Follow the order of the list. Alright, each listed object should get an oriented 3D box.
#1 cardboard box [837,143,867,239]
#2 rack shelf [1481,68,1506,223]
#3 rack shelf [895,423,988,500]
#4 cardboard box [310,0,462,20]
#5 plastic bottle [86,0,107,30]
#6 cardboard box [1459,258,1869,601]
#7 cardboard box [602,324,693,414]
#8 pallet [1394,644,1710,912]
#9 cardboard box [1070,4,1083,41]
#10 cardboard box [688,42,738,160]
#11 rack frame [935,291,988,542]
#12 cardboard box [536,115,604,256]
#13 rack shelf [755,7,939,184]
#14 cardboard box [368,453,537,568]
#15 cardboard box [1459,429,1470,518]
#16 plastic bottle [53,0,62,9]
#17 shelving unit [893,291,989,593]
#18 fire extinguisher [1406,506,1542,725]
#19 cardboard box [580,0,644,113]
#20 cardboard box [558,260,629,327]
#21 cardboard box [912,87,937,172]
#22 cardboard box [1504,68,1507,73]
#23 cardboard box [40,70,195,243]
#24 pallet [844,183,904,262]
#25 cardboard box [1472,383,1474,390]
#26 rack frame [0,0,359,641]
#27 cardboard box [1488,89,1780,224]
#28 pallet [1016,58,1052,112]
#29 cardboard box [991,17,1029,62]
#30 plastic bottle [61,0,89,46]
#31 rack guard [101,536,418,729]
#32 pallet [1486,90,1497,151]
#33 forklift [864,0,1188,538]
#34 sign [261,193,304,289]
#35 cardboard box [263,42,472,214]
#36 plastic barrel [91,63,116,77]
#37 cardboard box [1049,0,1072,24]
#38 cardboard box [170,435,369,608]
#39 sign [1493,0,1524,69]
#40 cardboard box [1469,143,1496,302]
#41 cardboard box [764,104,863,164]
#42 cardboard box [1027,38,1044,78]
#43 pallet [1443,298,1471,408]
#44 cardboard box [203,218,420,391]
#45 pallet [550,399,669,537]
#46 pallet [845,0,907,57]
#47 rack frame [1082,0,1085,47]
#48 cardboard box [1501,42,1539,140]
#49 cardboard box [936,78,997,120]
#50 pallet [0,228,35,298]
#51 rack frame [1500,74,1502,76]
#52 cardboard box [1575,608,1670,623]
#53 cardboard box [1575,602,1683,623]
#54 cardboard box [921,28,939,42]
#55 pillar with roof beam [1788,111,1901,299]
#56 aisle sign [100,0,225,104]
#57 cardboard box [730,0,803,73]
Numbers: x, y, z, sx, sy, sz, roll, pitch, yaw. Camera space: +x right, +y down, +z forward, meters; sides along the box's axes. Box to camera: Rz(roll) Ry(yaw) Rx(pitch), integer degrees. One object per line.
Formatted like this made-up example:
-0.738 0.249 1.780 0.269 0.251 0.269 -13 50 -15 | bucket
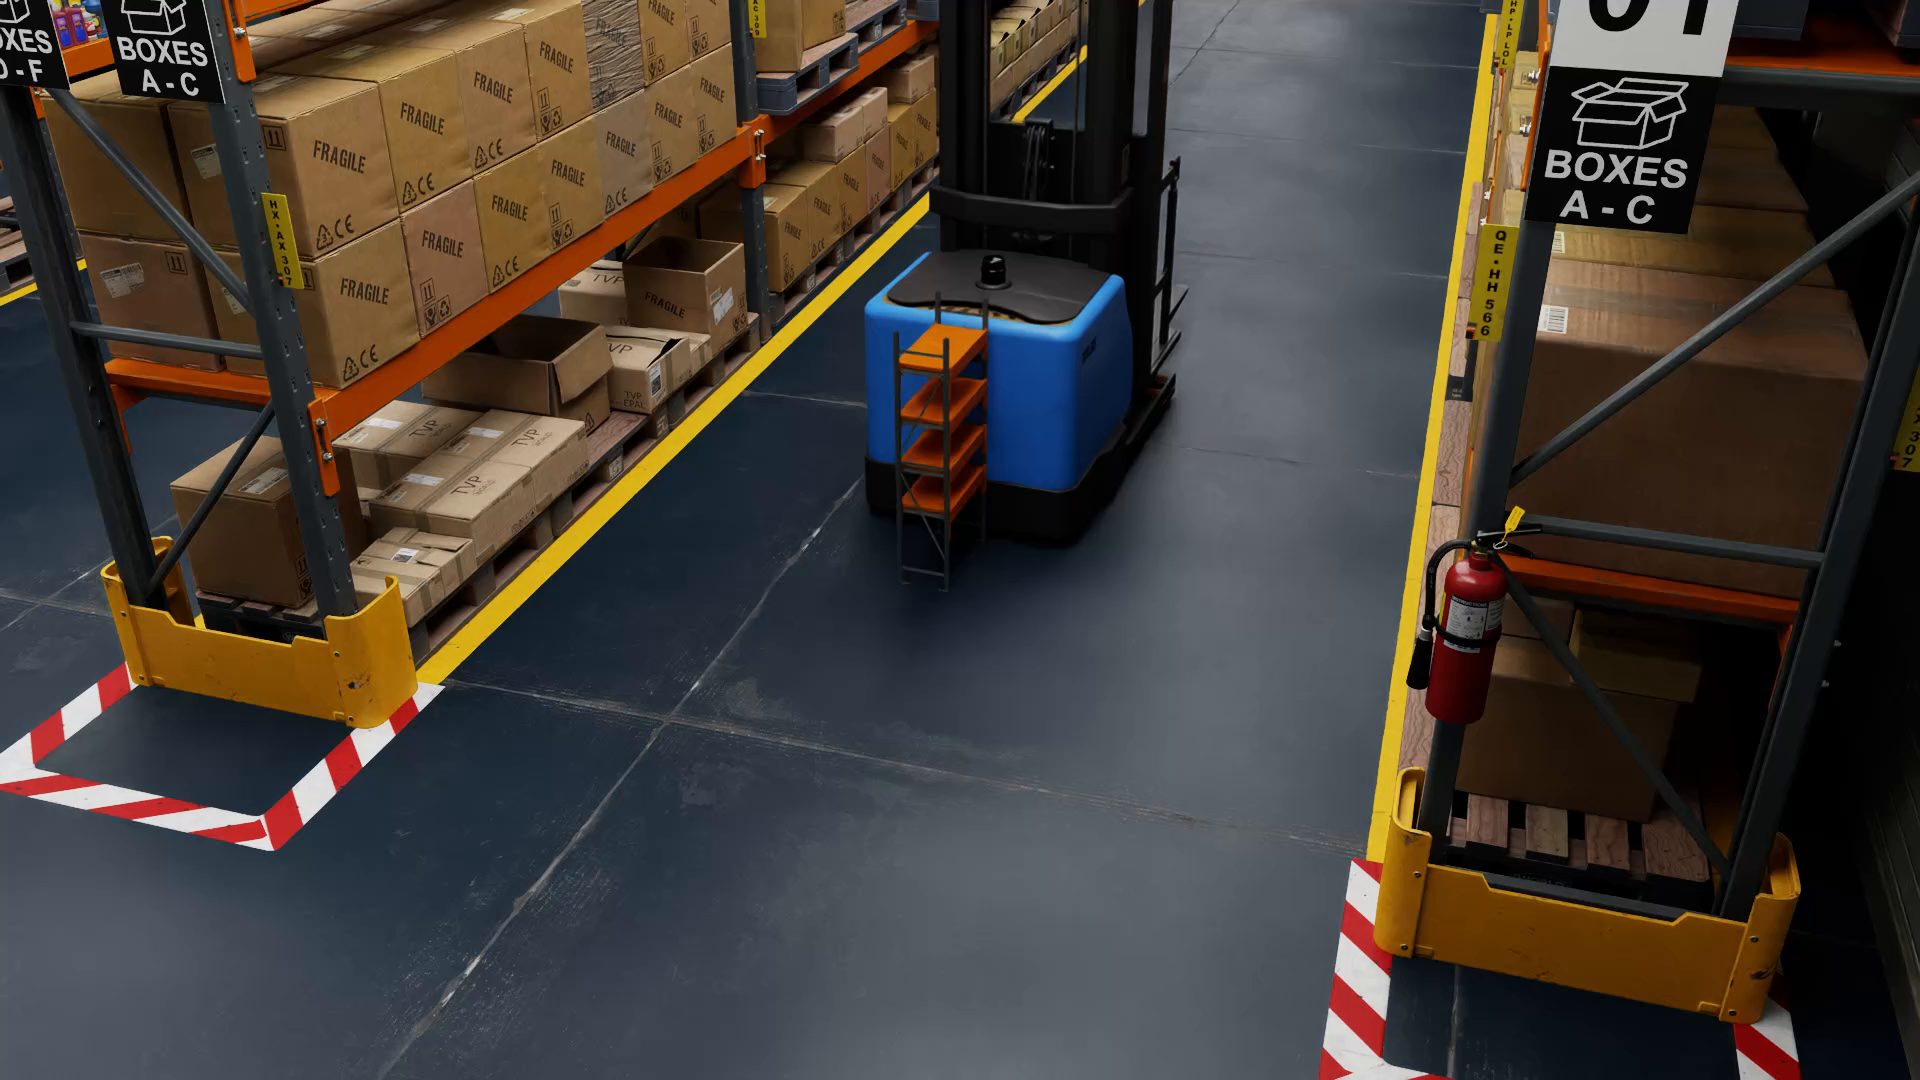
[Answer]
-0.941 -2.329 10.969 0.500 0.500 0.500 9 30 15 | cardboard box
3.708 -2.468 9.841 1.077 0.370 4.000 8 30 15 | rack shelf
-0.077 -0.366 7.312 0.258 0.148 0.480 10 31 17 | rack shelf
-2.476 -2.141 7.382 0.500 0.500 0.500 9 30 16 | cardboard box
-5.743 -3.543 11.161 0.152 0.276 0.135 8 30 15 | plastic bottle
2.087 -0.363 5.009 0.980 0.700 0.700 10 31 17 | cardboard box
-1.732 -0.921 8.634 0.500 0.311 0.500 8 30 15 | cardboard box
2.106 0.842 6.019 1.003 0.211 1.213 8 30 15 | pallet
0.887 -5.024 16.091 0.500 0.250 0.500 8 30 14 | cardboard box
-1.518 -2.333 8.755 0.500 0.500 0.500 9 30 16 | cardboard box
0.007 -0.536 7.479 0.240 1.200 0.015 10 31 17 | rack frame
-1.963 -1.617 7.468 0.500 0.500 0.500 9 30 16 | cardboard box
-1.029 -3.173 11.108 1.077 0.370 4.000 8 30 15 | rack shelf
-2.213 -0.134 7.282 0.500 0.250 0.500 8 30 15 | cardboard box
2.652 -0.378 7.483 0.700 0.500 0.500 8 30 14 | cardboard box
-6.255 -3.698 11.363 0.144 0.351 0.185 8 30 15 | plastic bottle
-0.077 -0.425 7.279 0.258 1.200 0.503 10 31 17 | shelving unit
1.461 0.207 4.755 0.296 0.674 0.183 8 30 15 | fire extinguisher
-1.813 -2.294 7.657 0.500 0.500 0.500 9 30 15 | cardboard box
-1.946 -1.411 9.514 0.500 0.311 0.500 8 30 15 | cardboard box
-0.492 -3.049 12.263 0.500 0.500 0.500 10 31 17 | cardboard box
3.453 -2.989 9.609 0.500 0.500 0.500 9 30 16 | cardboard box
-2.922 -1.426 6.096 0.500 0.500 0.500 8 30 14 | cardboard box
-1.057 -2.292 11.652 1.003 0.211 1.213 8 30 15 | pallet
2.528 -0.761 7.505 0.380 0.149 0.250 10 30 17 | cardboard box
-2.790 -0.699 5.921 1.000 3.000 0.127 8 30 15 | rack frame
2.726 -1.396 6.865 0.980 0.700 0.700 8 30 14 | cardboard box
0.197 -4.140 14.976 1.003 0.211 1.213 8 30 15 | pallet
0.290 -4.327 14.263 0.500 0.311 0.500 8 30 14 | cardboard box
-5.796 -3.387 10.873 0.061 0.283 0.133 8 30 15 | plastic bottle
-2.768 0.358 6.592 1.175 0.500 0.348 8 30 15 | rack guard
4.885 -3.421 13.683 1.003 0.211 1.213 8 30 15 | pallet
0.537 -1.990 8.313 1.130 2.935 3.031 10 31 18 | forklift
-2.271 -1.000 5.572 0.100 0.325 0.005 8 30 15 | sign
-2.262 -1.592 6.395 0.500 0.500 0.500 9 30 15 | cardboard box
-5.966 -3.112 11.986 0.600 0.901 0.708 8 30 15 | plastic barrel
0.741 -5.031 15.528 0.500 0.311 0.500 9 30 16 | cardboard box
-2.866 -0.087 6.939 0.500 0.500 0.500 8 30 15 | cardboard box
2.599 -2.397 7.864 0.100 0.325 0.005 8 30 15 | sign
3.445 -1.831 9.735 0.750 0.750 0.750 9 30 16 | cardboard box
-0.948 -2.640 10.758 0.500 0.250 0.500 9 30 15 | cardboard box
0.437 -4.315 14.817 0.500 0.250 0.500 9 30 16 | cardboard box
3.275 -1.004 9.337 1.003 0.211 1.213 8 30 15 | pallet
-2.408 -0.911 6.200 0.500 0.500 0.500 9 30 16 | cardboard box
-2.175 -0.451 8.345 1.003 0.211 1.213 8 30 15 | pallet
-1.008 -3.429 11.025 1.003 0.211 1.213 8 30 15 | pallet
0.732 -6.276 15.946 1.000 3.000 0.127 8 30 15 | rack frame
3.015 -2.286 8.344 0.500 0.500 0.500 8 30 14 | cardboard box
-0.008 -3.600 13.533 0.500 0.250 0.500 8 30 15 | cardboard box
-6.529 -1.701 10.590 1.003 0.211 1.213 8 30 15 | pallet
4.295 -3.712 11.337 1.000 3.000 0.127 8 30 15 | rack frame
2.203 0.343 6.188 0.700 0.500 0.500 8 30 15 | cardboard box
2.359 0.143 5.880 0.380 0.149 0.250 9 30 15 | cardboard box
-0.377 -4.165 13.971 0.500 0.311 0.500 8 30 14 | cardboard box
-0.373 -4.640 6.834 9.100 9.000 0.400 8 30 15 | pillar with roof beam
-2.529 -1.761 5.157 0.394 0.787 0.004 8 30 15 | aisle sign
-1.263 -2.973 9.475 0.700 0.500 0.500 -1 29 -2 | cardboard box
